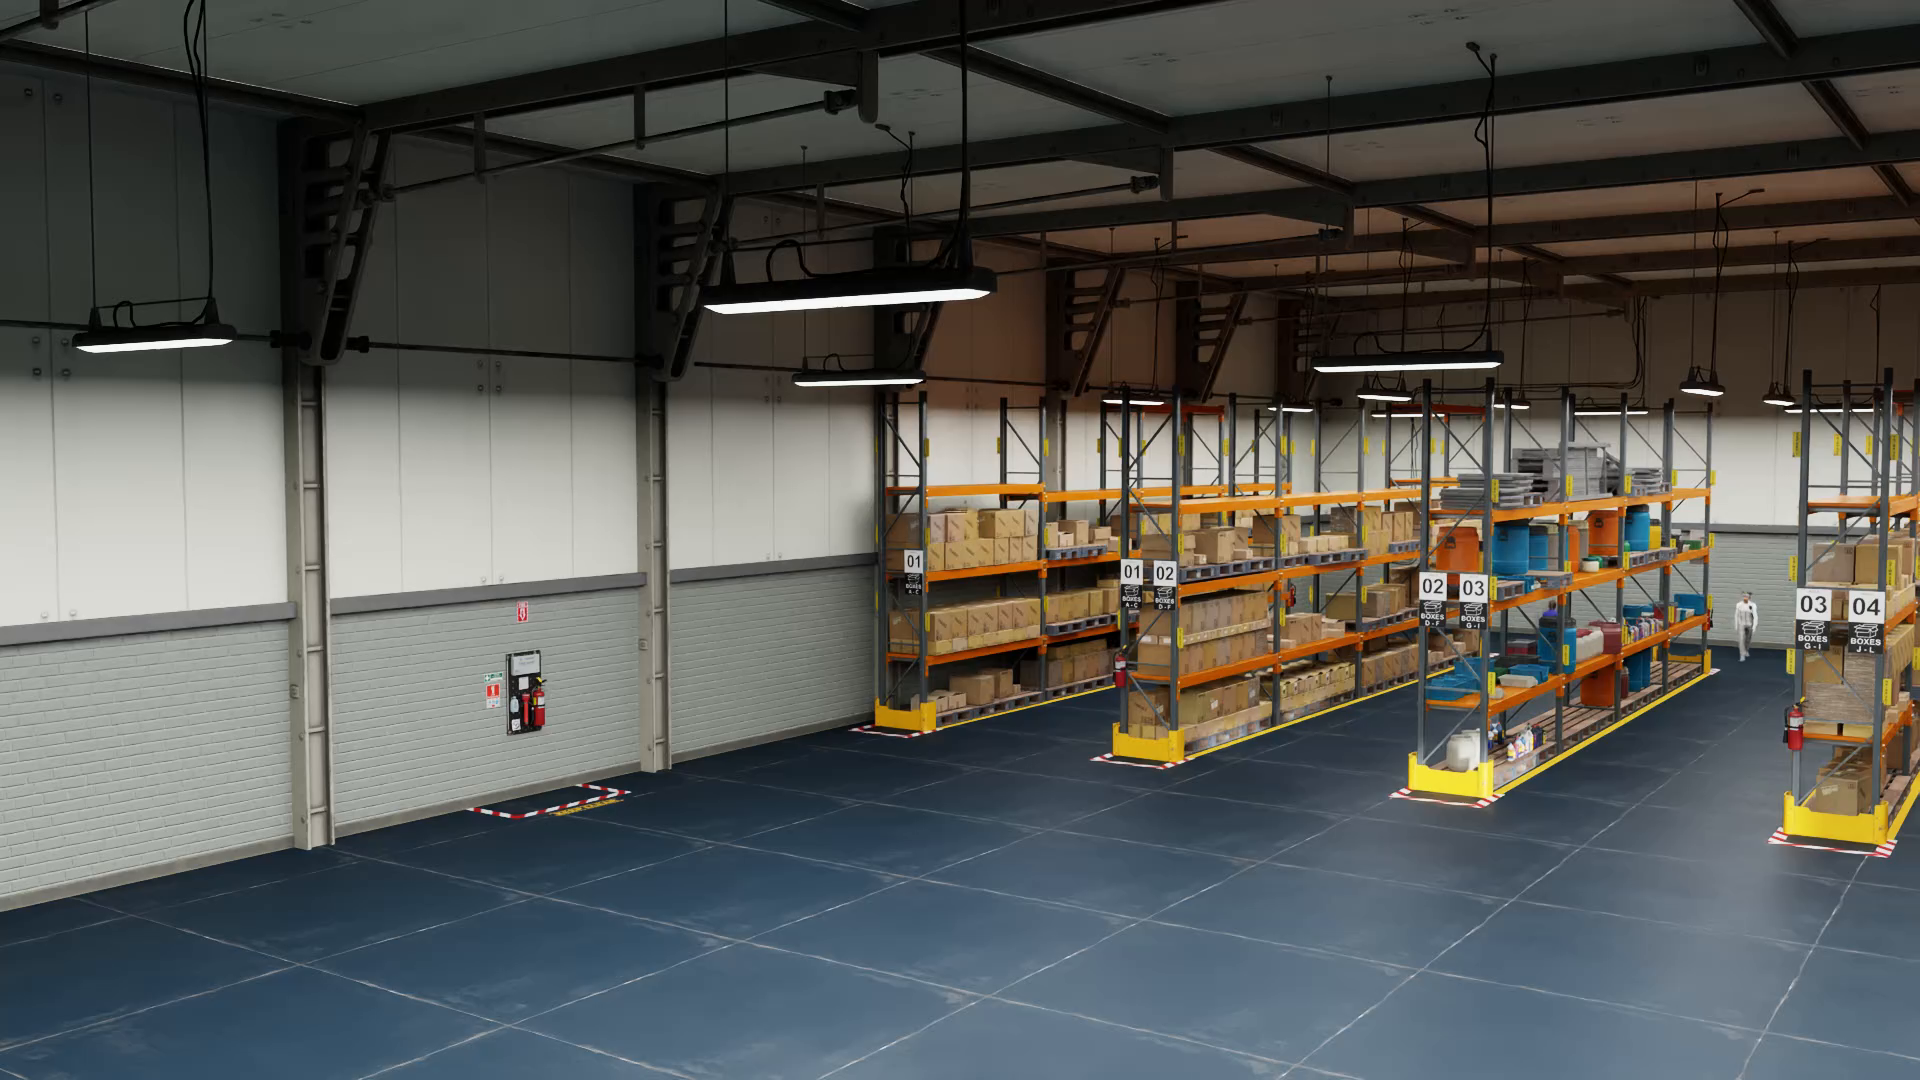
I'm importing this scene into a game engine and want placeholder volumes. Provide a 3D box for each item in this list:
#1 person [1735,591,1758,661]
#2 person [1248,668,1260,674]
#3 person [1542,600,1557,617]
[{"bbox_3d":[18.506,1.993,39.118,0.460,1.606,1.073,1,3,19],"label":"person"},{"bbox_3d":[6.411,2.110,36.445,0.596,1.713,1.099,2,4,31],"label":"person"},{"bbox_3d":[12.994,2.146,36.556,0.522,1.661,0.532,-3,4,-39],"label":"person"}]
